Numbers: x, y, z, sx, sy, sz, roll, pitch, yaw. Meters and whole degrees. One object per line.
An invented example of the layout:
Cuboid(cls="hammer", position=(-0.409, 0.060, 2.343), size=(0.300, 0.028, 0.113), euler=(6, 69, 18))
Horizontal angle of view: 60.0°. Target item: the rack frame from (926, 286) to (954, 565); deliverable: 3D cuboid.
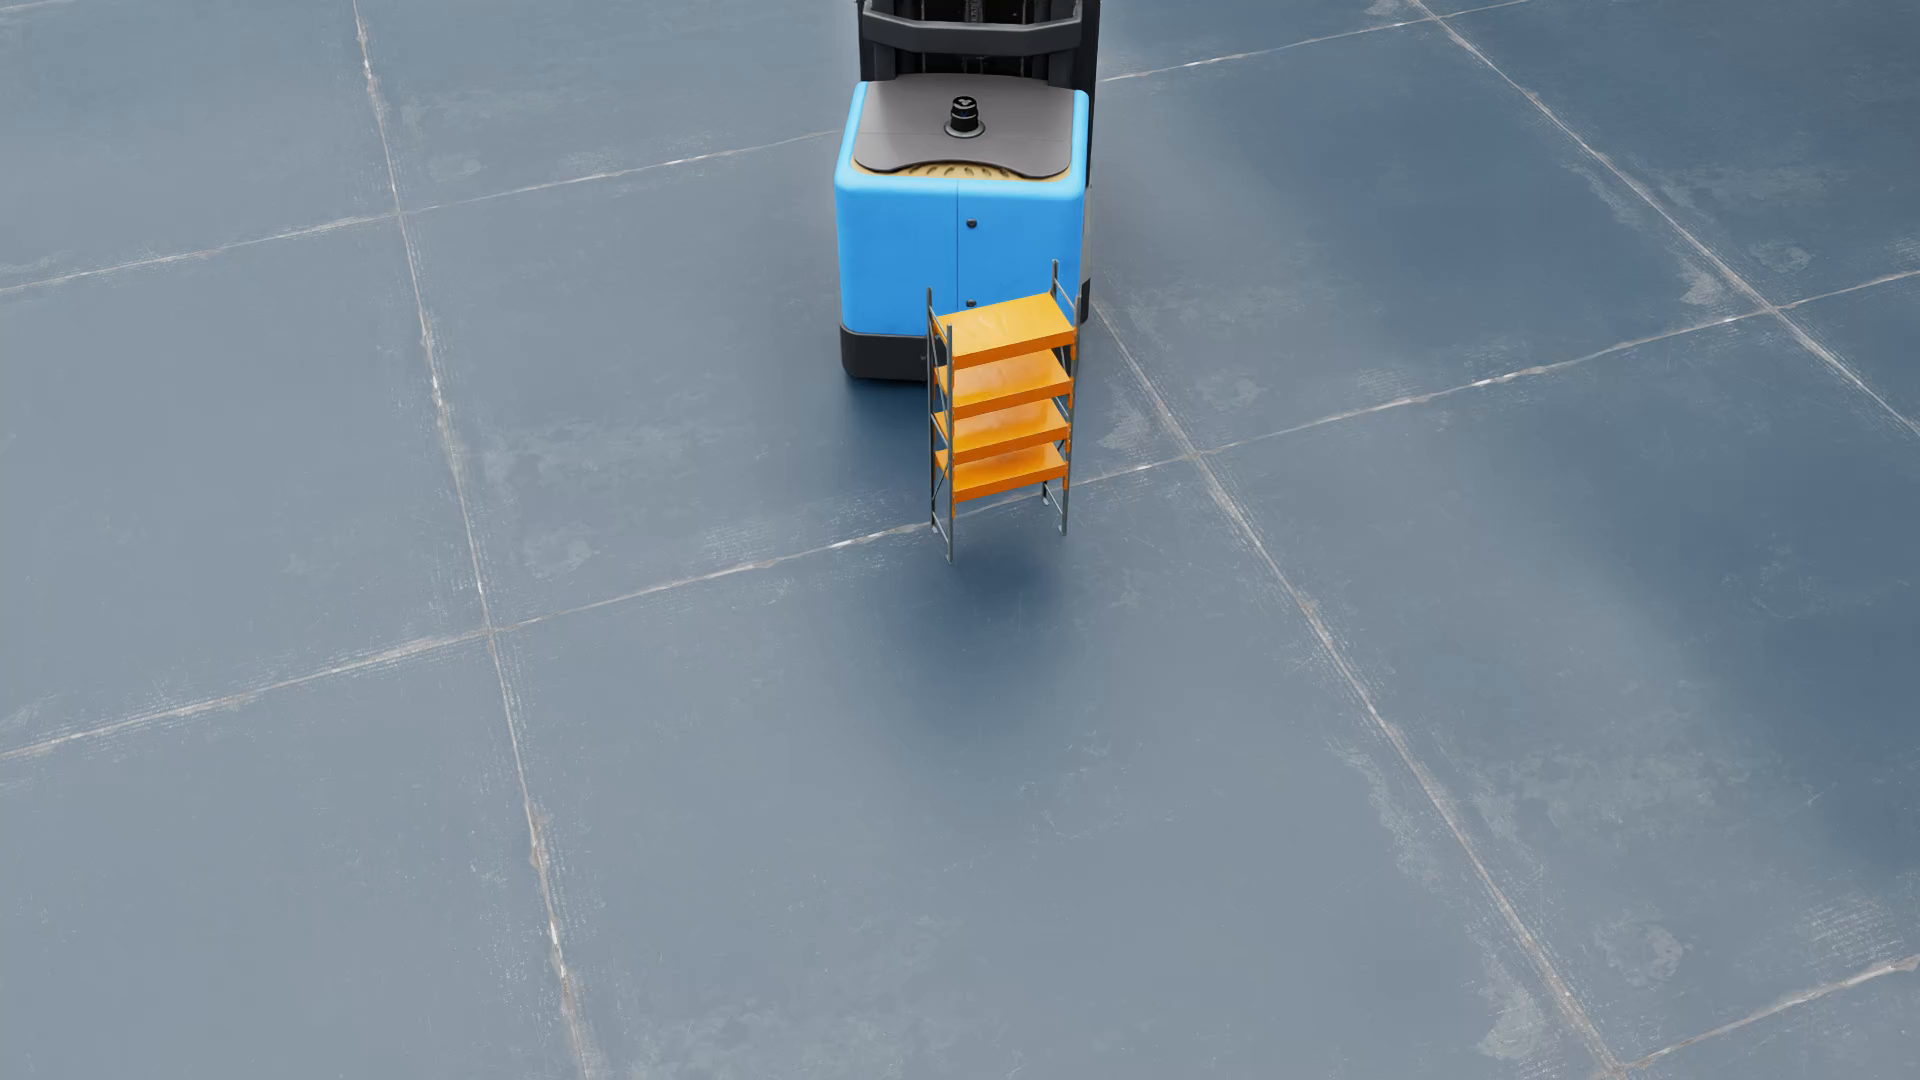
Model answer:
Cuboid(cls="rack frame", position=(-0.074, -0.405, 6.306), size=(0.015, 1.200, 0.240), euler=(-14, 47, -14))

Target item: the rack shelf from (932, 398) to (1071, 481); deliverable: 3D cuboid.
Cuboid(cls="rack shelf", position=(0.156, -0.416, 6.412), size=(0.480, 0.148, 0.258), euler=(-14, 47, -14))

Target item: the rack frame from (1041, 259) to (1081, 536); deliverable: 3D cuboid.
Cuboid(cls="rack frame", position=(0.385, -0.522, 6.423), size=(0.015, 1.200, 0.240), euler=(-14, 47, -14))

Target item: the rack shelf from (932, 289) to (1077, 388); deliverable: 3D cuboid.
Cuboid(cls="rack shelf", position=(0.156, -0.741, 6.086), size=(0.480, 0.148, 0.258), euler=(-14, 47, -14))

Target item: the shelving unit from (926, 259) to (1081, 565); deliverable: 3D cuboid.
Cuboid(cls="shelving unit", position=(0.156, -0.463, 6.365), size=(0.503, 1.200, 0.258), euler=(-14, 47, -14))

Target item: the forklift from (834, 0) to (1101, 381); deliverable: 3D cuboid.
Cuboid(cls="forklift", position=(0.104, -2.749, 7.420), size=(1.130, 2.935, 3.031), euler=(3, 45, 3))

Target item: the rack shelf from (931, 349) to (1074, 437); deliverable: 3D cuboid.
Cuboid(cls="rack shelf", position=(0.156, -0.574, 6.254), size=(0.480, 0.148, 0.258), euler=(-14, 47, -14))

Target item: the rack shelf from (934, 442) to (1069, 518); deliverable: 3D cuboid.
Cuboid(cls="rack shelf", position=(0.156, -0.276, 6.553), size=(0.480, 0.148, 0.258), euler=(-14, 47, -14))
